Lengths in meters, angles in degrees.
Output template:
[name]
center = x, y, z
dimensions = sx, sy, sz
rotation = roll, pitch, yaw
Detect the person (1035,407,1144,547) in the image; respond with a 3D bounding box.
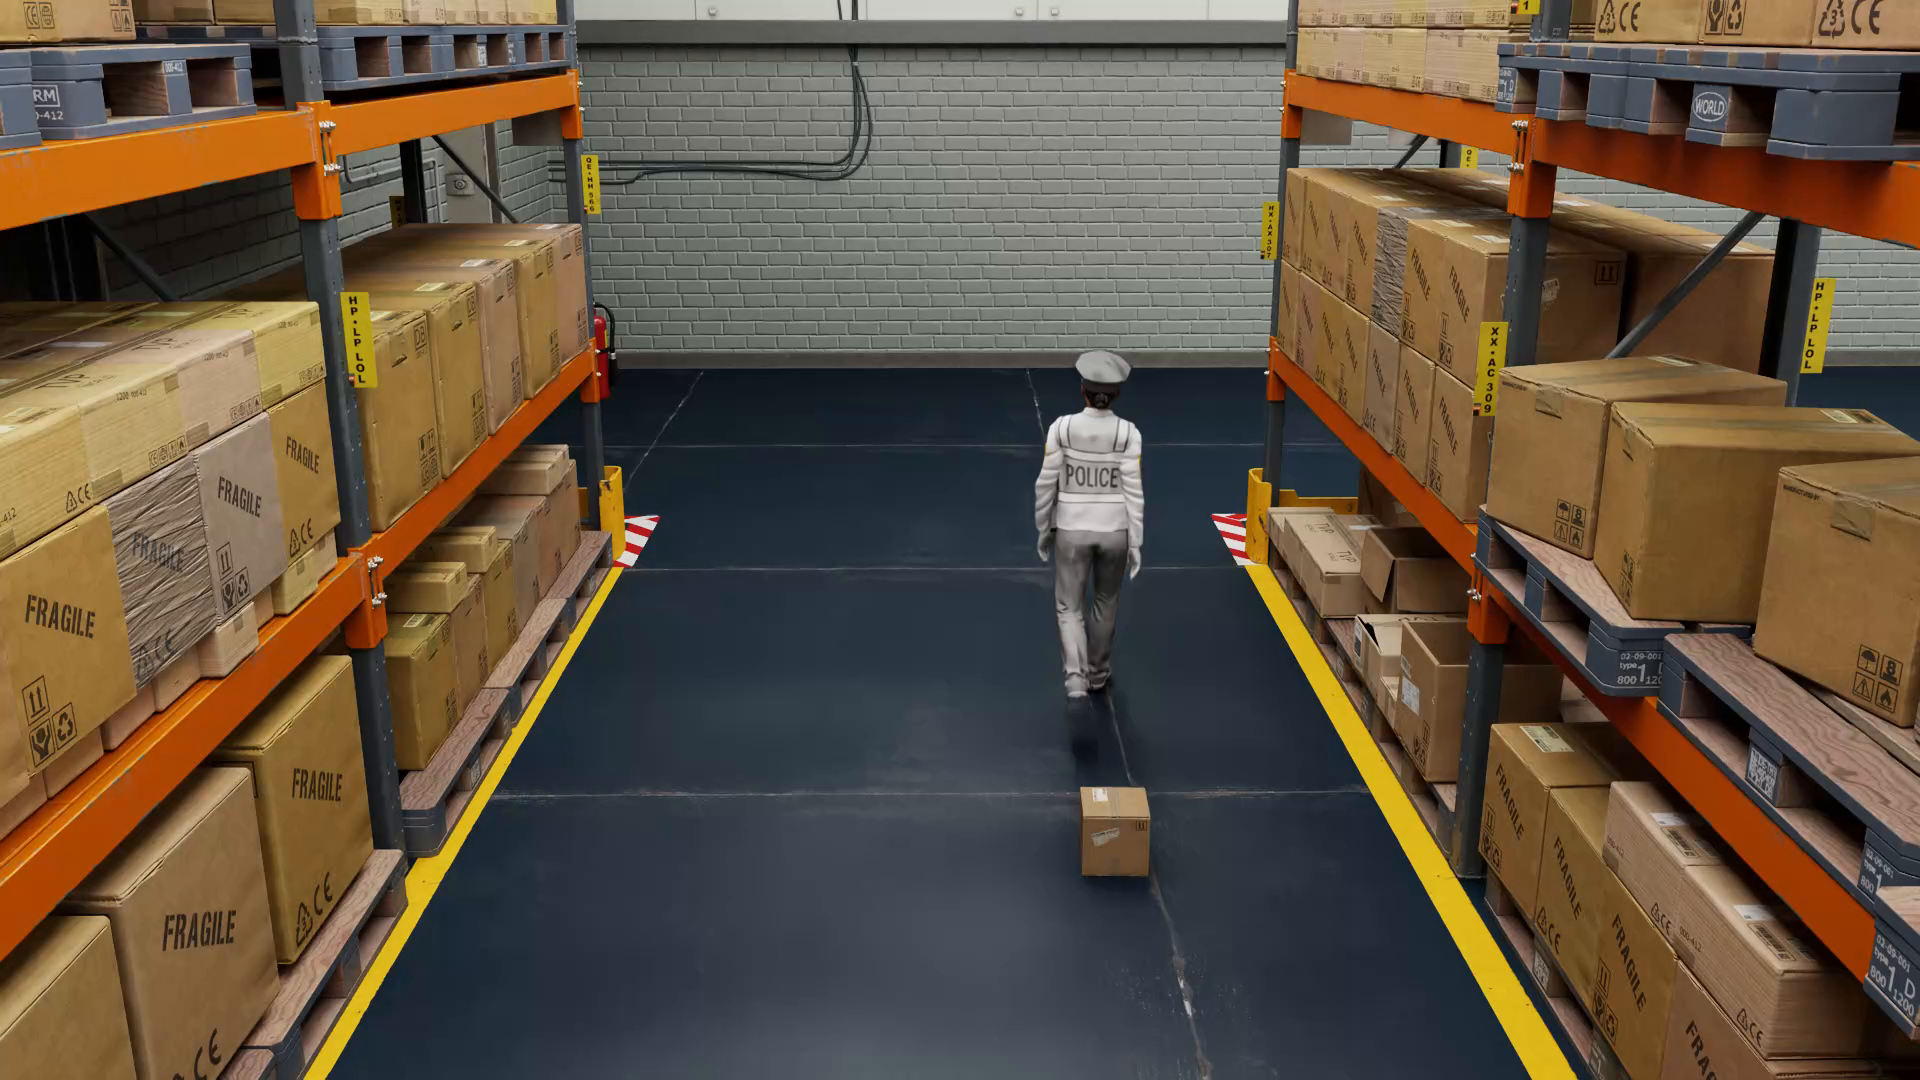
[person]
center = 0.587, -0.301, 7.530
dimensions = 0.495, 0.623, 0.342
rotation = 1, 17, 4
